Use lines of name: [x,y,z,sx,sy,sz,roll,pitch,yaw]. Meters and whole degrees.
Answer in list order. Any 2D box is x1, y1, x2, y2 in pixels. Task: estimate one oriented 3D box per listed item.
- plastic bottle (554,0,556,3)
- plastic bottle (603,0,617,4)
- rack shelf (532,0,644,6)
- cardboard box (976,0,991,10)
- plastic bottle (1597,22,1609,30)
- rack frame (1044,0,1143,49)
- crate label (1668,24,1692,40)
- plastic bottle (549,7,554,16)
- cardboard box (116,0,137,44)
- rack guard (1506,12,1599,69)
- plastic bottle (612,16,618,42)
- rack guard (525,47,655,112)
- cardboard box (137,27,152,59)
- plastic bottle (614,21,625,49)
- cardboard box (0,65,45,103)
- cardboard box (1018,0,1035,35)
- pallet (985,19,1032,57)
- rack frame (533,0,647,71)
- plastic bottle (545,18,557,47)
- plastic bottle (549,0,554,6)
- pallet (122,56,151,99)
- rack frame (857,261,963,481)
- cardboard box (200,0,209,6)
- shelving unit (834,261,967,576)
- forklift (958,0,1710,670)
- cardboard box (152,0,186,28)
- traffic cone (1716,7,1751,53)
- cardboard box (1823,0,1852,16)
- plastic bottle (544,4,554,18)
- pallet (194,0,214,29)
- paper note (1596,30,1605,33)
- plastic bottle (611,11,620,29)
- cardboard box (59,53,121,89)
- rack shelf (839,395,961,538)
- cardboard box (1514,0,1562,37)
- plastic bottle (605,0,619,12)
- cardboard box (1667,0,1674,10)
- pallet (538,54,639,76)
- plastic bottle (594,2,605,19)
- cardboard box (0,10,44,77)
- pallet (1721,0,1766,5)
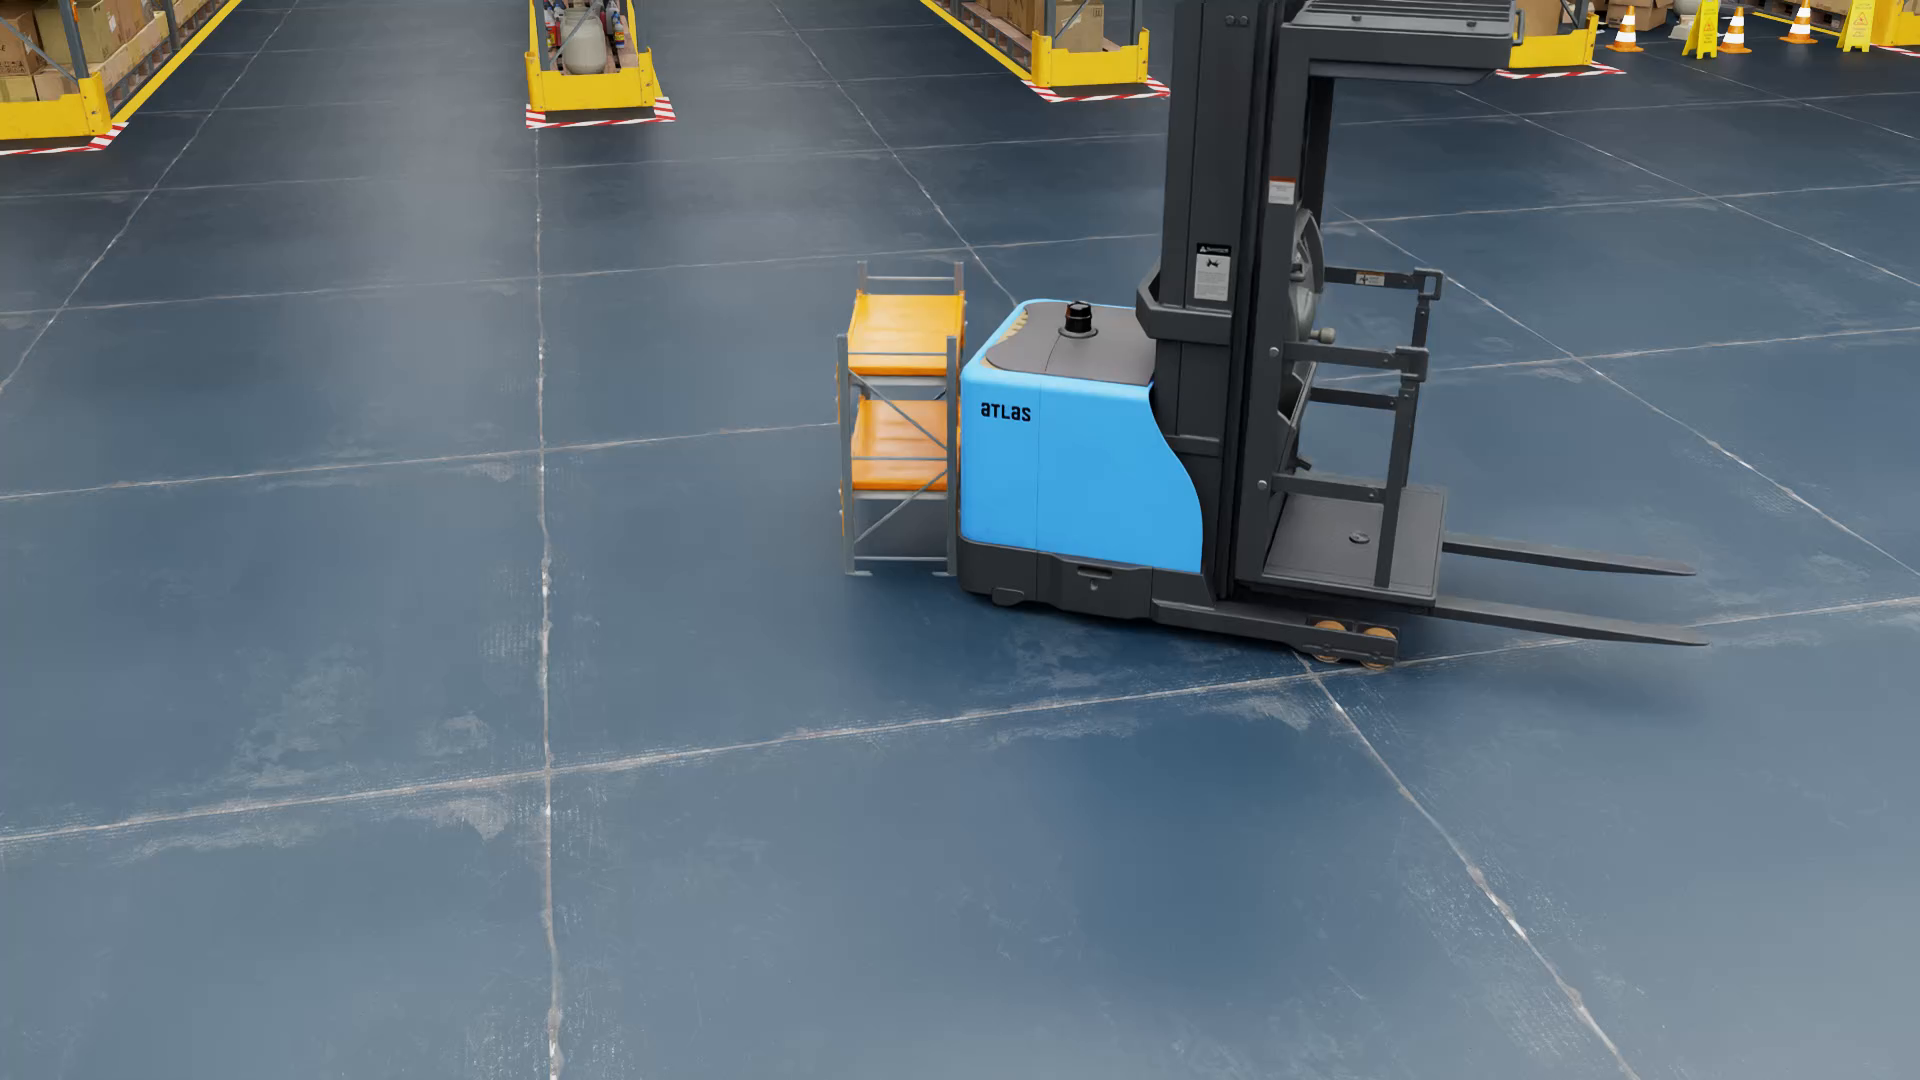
plastic bottle: [-4.536,-5.943,18.722,0.061,0.283,0.133,-6,27,-12]
plastic bottle: [-3.958,-6.032,18.824,0.144,0.351,0.185,-7,28,-13]
rack shelf: [-3.933,-6.073,17.251,1.077,0.370,4.000,-6,27,-12]
cardboard box: [0.493,-6.667,19.938,0.500,0.500,0.500,-7,28,-13]
plastic bottle: [7.599,-6.161,19.888,0.133,0.061,0.283,-16,31,-29]
rack frame: [1.343,-6.019,16.346,1.000,3.000,0.127,-6,27,-12]
crate label: [8.402,-5.882,19.252,0.250,0.136,0.298,-23,35,-38]
plastic bottle: [-4.494,-5.710,18.274,0.097,0.271,0.097,0,27,0]
cardboard box: [-8.549,-5.226,16.529,0.500,0.500,0.500,-6,27,-12]
rack guard: [6.204,-5.352,17.798,1.175,0.500,0.348,-6,27,-12]
plastic bottle: [-3.665,-5.472,17.803,0.097,0.271,0.097,0,27,0]
rack guard: [-3.545,-4.429,15.969,1.175,0.500,0.348,-6,27,-12]
cardboard box: [-8.663,-5.111,17.132,0.500,0.250,0.500,-6,27,-12]
plastic bottle: [-3.587,-5.322,17.505,0.097,0.271,0.097,0,27,0]
cardboard box: [-8.718,-4.180,15.288,0.500,0.250,0.500,-6,27,-12]
cardboard box: [0.928,-5.902,18.422,0.500,0.500,0.500,-3,27,-7]
pallet: [0.906,-5.702,18.813,1.003,0.211,1.213,-6,27,-12]
rack frame: [-3.482,-5.516,15.350,1.000,3.000,0.127,-6,27,-12]
plastic bottle: [-4.354,-5.372,17.598,0.152,0.276,0.135,-6,27,-11]
plastic bottle: [-4.640,-5.929,18.702,0.152,0.276,0.135,-5,27,-10]
pallet: [-8.794,-4.636,16.700,1.003,0.211,1.213,-6,27,-12]
rack frame: [-0.234,-0.807,8.101,0.500,1.125,0.032,1,27,1]
cardboard box: [-9.407,-6.608,20.098,0.500,0.250,0.500,-5,27,-11]
shelving unit: [-0.249,-0.578,7.648,0.538,1.125,1.048,1,27,1]
forklift: [1.565,-1.053,6.584,3.031,2.935,1.130,8,28,16]
cardboard box: [-9.060,-5.933,18.761,0.500,0.250,0.500,-7,28,-13]
traffic cone: [8.640,-5.689,18.507,0.336,0.463,0.334,-6,27,-12]
cardboard box: [10.549,-6.323,19.535,0.500,0.250,0.500,-6,27,-12]
plastic bottle: [-4.468,-5.620,18.007,0.144,0.351,0.185,-6,27,-12]
pallet: [-9.693,-6.382,20.160,1.003,0.211,1.213,-6,27,-12]
paper note: [7.508,-5.995,19.595,0.144,0.017,0.142,3,27,6]
plastic bottle: [-3.733,-5.605,18.066,0.097,0.271,0.097,0,27,0]
cardboard box: [-8.330,-4.452,15.827,0.500,0.250,0.500,-6,27,-12]
rack shelf: [-0.249,-0.360,7.758,0.538,0.278,1.000,1,27,1]
cardboard box: [5.981,-6.008,18.217,0.875,0.875,0.875,-6,27,-11]
plastic bottle: [-3.842,-5.806,18.376,0.144,0.351,0.185,-6,27,-12]
cardboard box: [9.013,-7.058,21.176,0.500,0.500,0.500,13,30,24]
pallet: [-3.723,-4.657,16.742,1.003,0.211,1.213,-6,27,-12]
plastic bottle: [-4.053,-5.889,18.622,0.152,0.276,0.135,-6,27,-12]
cardboard box: [-8.720,-4.515,15.119,0.500,0.500,0.500,-6,27,-12]
pallet: [10.283,-7.245,21.870,1.003,0.211,1.213,-6,27,-12]
